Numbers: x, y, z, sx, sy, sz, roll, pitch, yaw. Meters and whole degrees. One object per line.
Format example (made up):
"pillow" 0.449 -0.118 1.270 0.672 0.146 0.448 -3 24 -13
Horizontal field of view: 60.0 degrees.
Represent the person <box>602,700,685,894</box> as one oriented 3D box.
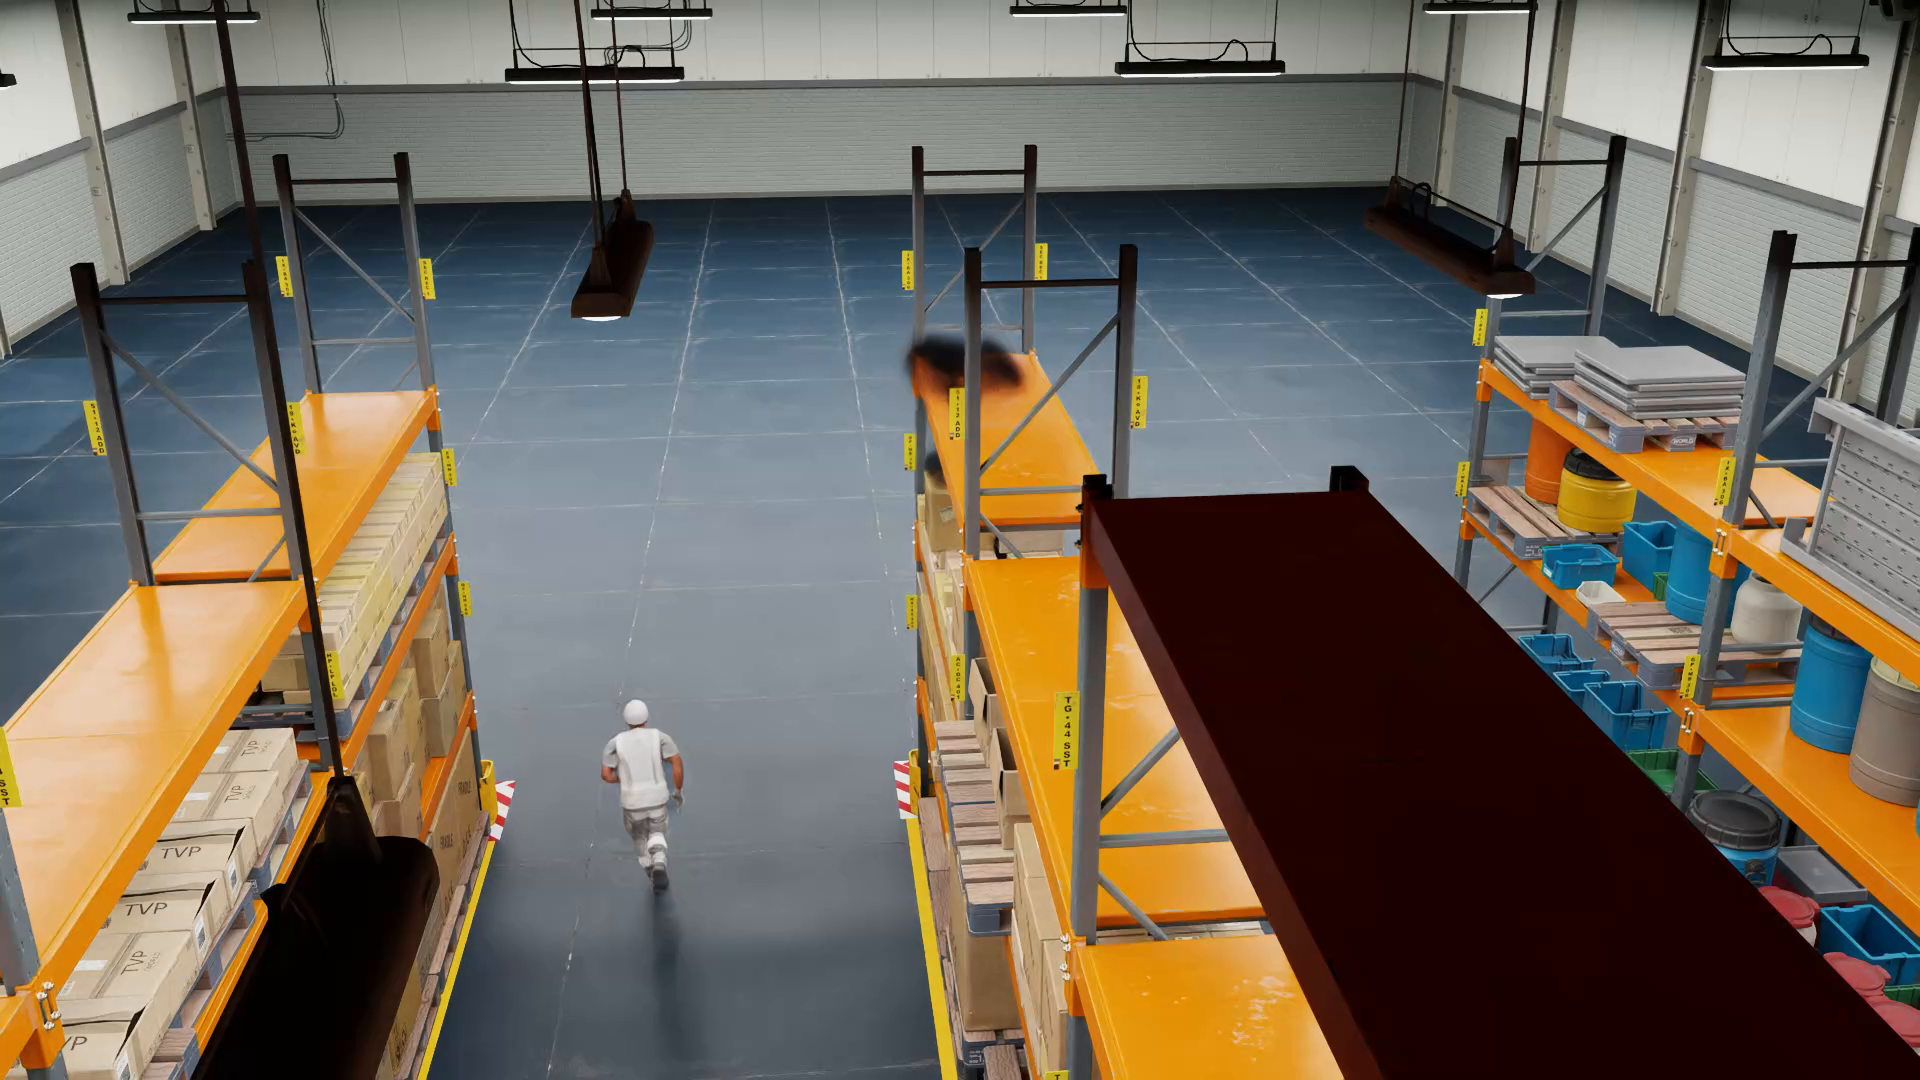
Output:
"person" -2.613 2.192 13.808 0.646 1.698 0.759 -8 23 -20
